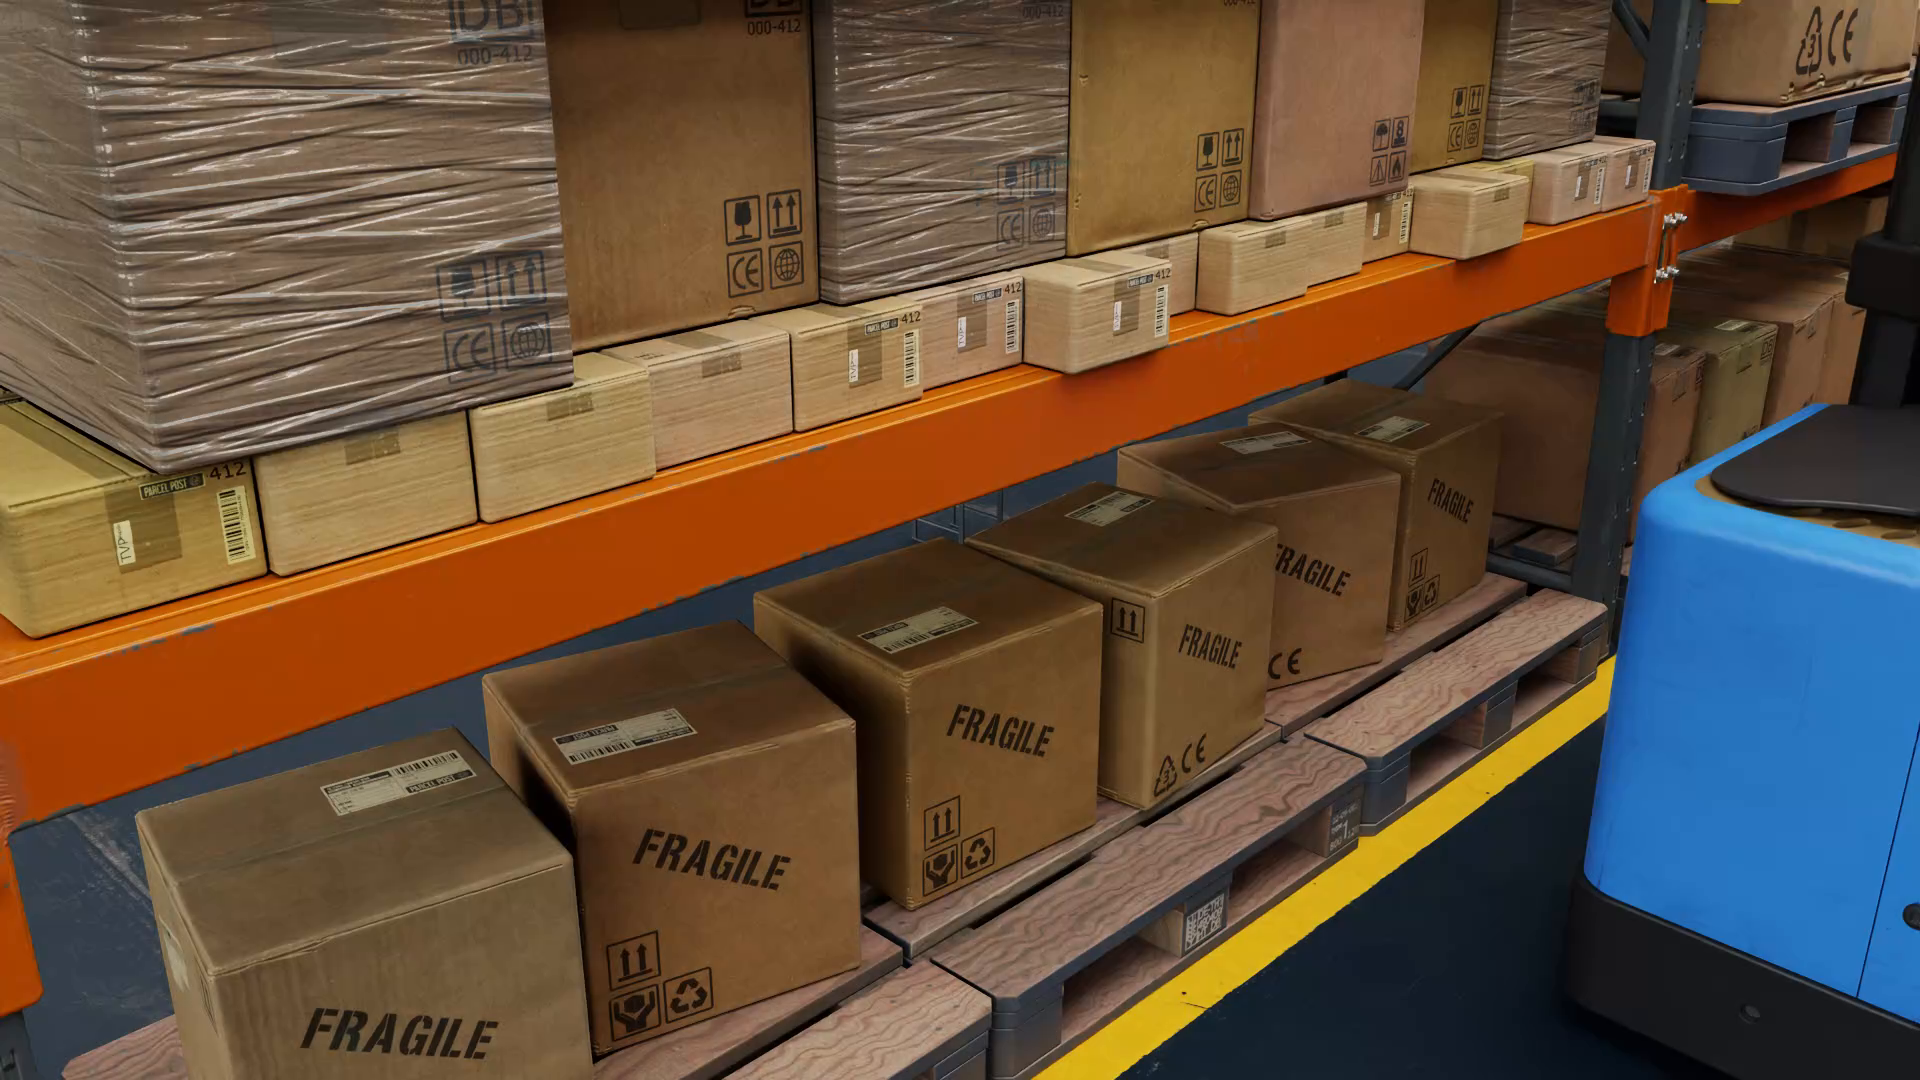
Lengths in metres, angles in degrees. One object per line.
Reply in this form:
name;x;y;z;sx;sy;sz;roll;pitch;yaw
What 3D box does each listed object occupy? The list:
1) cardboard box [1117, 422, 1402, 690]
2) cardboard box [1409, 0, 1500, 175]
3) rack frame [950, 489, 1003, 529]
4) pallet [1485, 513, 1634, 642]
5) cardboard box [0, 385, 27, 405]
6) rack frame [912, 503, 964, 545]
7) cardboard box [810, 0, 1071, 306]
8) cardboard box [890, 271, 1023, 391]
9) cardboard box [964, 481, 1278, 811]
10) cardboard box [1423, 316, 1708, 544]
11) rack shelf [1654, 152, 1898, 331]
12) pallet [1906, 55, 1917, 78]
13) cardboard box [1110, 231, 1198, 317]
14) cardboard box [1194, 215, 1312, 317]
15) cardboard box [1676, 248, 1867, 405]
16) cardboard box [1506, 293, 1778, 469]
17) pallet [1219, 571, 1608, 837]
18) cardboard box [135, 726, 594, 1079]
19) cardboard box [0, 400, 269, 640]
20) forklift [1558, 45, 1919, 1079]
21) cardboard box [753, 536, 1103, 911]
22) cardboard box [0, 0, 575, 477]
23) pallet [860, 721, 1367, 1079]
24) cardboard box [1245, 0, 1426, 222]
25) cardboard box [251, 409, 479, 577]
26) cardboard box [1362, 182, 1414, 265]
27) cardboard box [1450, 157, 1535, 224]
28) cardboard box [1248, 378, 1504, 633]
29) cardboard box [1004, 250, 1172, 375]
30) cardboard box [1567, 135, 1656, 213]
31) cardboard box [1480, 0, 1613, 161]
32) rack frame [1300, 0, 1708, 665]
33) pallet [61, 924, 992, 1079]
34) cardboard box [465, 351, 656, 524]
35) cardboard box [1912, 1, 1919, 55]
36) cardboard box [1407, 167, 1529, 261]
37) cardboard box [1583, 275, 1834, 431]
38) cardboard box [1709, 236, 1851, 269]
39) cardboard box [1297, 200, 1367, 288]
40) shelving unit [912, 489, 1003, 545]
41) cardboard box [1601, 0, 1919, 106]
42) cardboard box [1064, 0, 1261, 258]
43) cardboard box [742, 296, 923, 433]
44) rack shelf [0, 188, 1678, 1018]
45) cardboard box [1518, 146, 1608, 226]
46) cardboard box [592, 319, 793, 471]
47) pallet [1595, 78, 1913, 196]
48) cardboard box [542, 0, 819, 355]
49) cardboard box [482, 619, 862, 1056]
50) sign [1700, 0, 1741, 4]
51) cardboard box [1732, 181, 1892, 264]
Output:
cardboard box;0.733;0.036;4.198;0.500;0.500;0.500;-11;23;-25
cardboard box;0.702;-1.142;3.811;0.875;0.500;0.500;19;28;41
rack frame;0.054;-0.580;5.411;0.240;1.200;0.006;19;28;41
pallet;1.977;-0.075;5.476;1.003;0.211;1.213;19;28;41
cardboard box;-1.305;-0.156;2.149;0.380;0.149;0.250;19;28;41
rack frame;-0.074;-0.533;5.288;0.240;1.200;0.006;19;28;41
cardboard box;-0.310;-0.744;2.776;0.875;0.500;0.500;19;28;41
cardboard box;-0.119;-0.367;2.700;0.380;0.149;0.250;19;28;41
cardboard box;0.356;0.216;3.731;0.500;0.500;0.500;16;26;36
cardboard box;1.878;-0.367;5.220;0.700;0.500;0.500;17;27;37
rack shelf;2.830;-1.355;5.921;1.077;0.370;4.000;19;28;41
pallet;2.873;-1.596;5.813;1.003;0.211;1.213;19;28;41
cardboard box;0.209;-0.503;3.053;0.380;0.149;0.250;19;28;41
cardboard box;0.438;-0.548;3.170;0.380;0.149;0.250;19;28;41
cardboard box;3.004;-0.773;6.275;0.500;0.500;0.700;-17;27;-38
cardboard box;2.225;-0.485;5.527;0.700;0.500;0.500;19;28;40
pallet;0.991;0.307;4.482;1.003;0.211;1.213;19;28;41
cardboard box;-0.908;0.666;2.559;0.500;0.500;0.500;-14;25;-32
cardboard box;-0.986;-0.044;1.859;0.380;0.149;0.250;19;28;41
forklift;2.545;-0.700;3.310;3.031;2.935;1.130;-20;28;-41
cardboard box;-0.065;0.348;3.387;0.500;0.500;0.500;-17;27;-37
cardboard box;-0.952;-0.468;2.057;0.875;0.500;0.500;19;28;41
pallet;0.140;0.622;3.662;1.003;0.211;1.213;19;28;41
cardboard box;0.426;-0.988;3.411;0.875;0.500;0.500;19;28;41
cardboard box;-0.798;-0.104;2.014;0.380;0.149;0.250;19;28;41
cardboard box;0.733;-0.696;3.554;0.380;0.149;0.250;19;28;41
cardboard box;1.097;-0.819;3.875;0.380;0.149;0.250;19;28;41
cardboard box;1.127;-0.113;4.586;0.500;0.500;0.500;18;28;39
cardboard box;0.130;-0.406;2.799;0.380;0.149;0.250;19;28;41
cardboard box;1.495;-0.930;4.164;0.380;0.149;0.250;19;28;41
cardboard box;1.076;-1.262;4.122;0.875;0.500;0.500;19;28;41
rack frame;1.435;-1.176;4.454;1.000;3.000;0.127;19;28;41
pallet;-0.711;0.934;2.850;1.003;0.211;1.213;19;28;41
cardboard box;-0.613;-0.164;2.171;0.380;0.149;0.250;19;28;41
cardboard box;3.255;-1.842;5.787;0.396;0.266;0.258;18;28;39
cardboard box;1.002;-0.727;3.635;0.380;0.149;0.250;19;28;41
cardboard box;2.615;-0.629;5.901;0.700;0.500;0.500;16;26;36
cardboard box;3.394;-0.920;6.658;0.700;0.500;0.500;16;26;36
cardboard box;0.588;-0.621;3.360;0.380;0.149;0.250;19;28;41
shelving unit;-0.010;-0.556;5.350;0.258;1.200;0.189;19;28;41
cardboard box;2.089;-1.822;4.711;1.000;1.000;1.000;19;28;41
cardboard box;0.047;-0.870;3.103;0.875;0.500;0.500;19;28;41
cardboard box;-0.274;-0.296;2.515;0.380;0.149;0.250;19;28;41
rack shelf;0.039;-0.326;3.245;1.077;0.370;4.000;19;28;41
cardboard box;1.314;-0.868;4.003;0.380;0.149;0.250;19;28;41
cardboard box;-0.453;-0.234;2.352;0.380;0.149;0.250;19;28;41
pallet;2.072;-1.247;4.905;1.003;0.211;1.213;19;28;41
cardboard box;-0.690;-0.627;2.470;0.875;0.500;0.500;19;28;41
cardboard box;-0.516;0.504;2.981;0.500;0.500;0.500;-12;24;-28
sign;1.829;-1.447;3.950;0.100;0.325;0.005;19;28;41
cardboard box;3.416;-1.274;6.535;0.500;0.250;0.500;-16;26;-36
